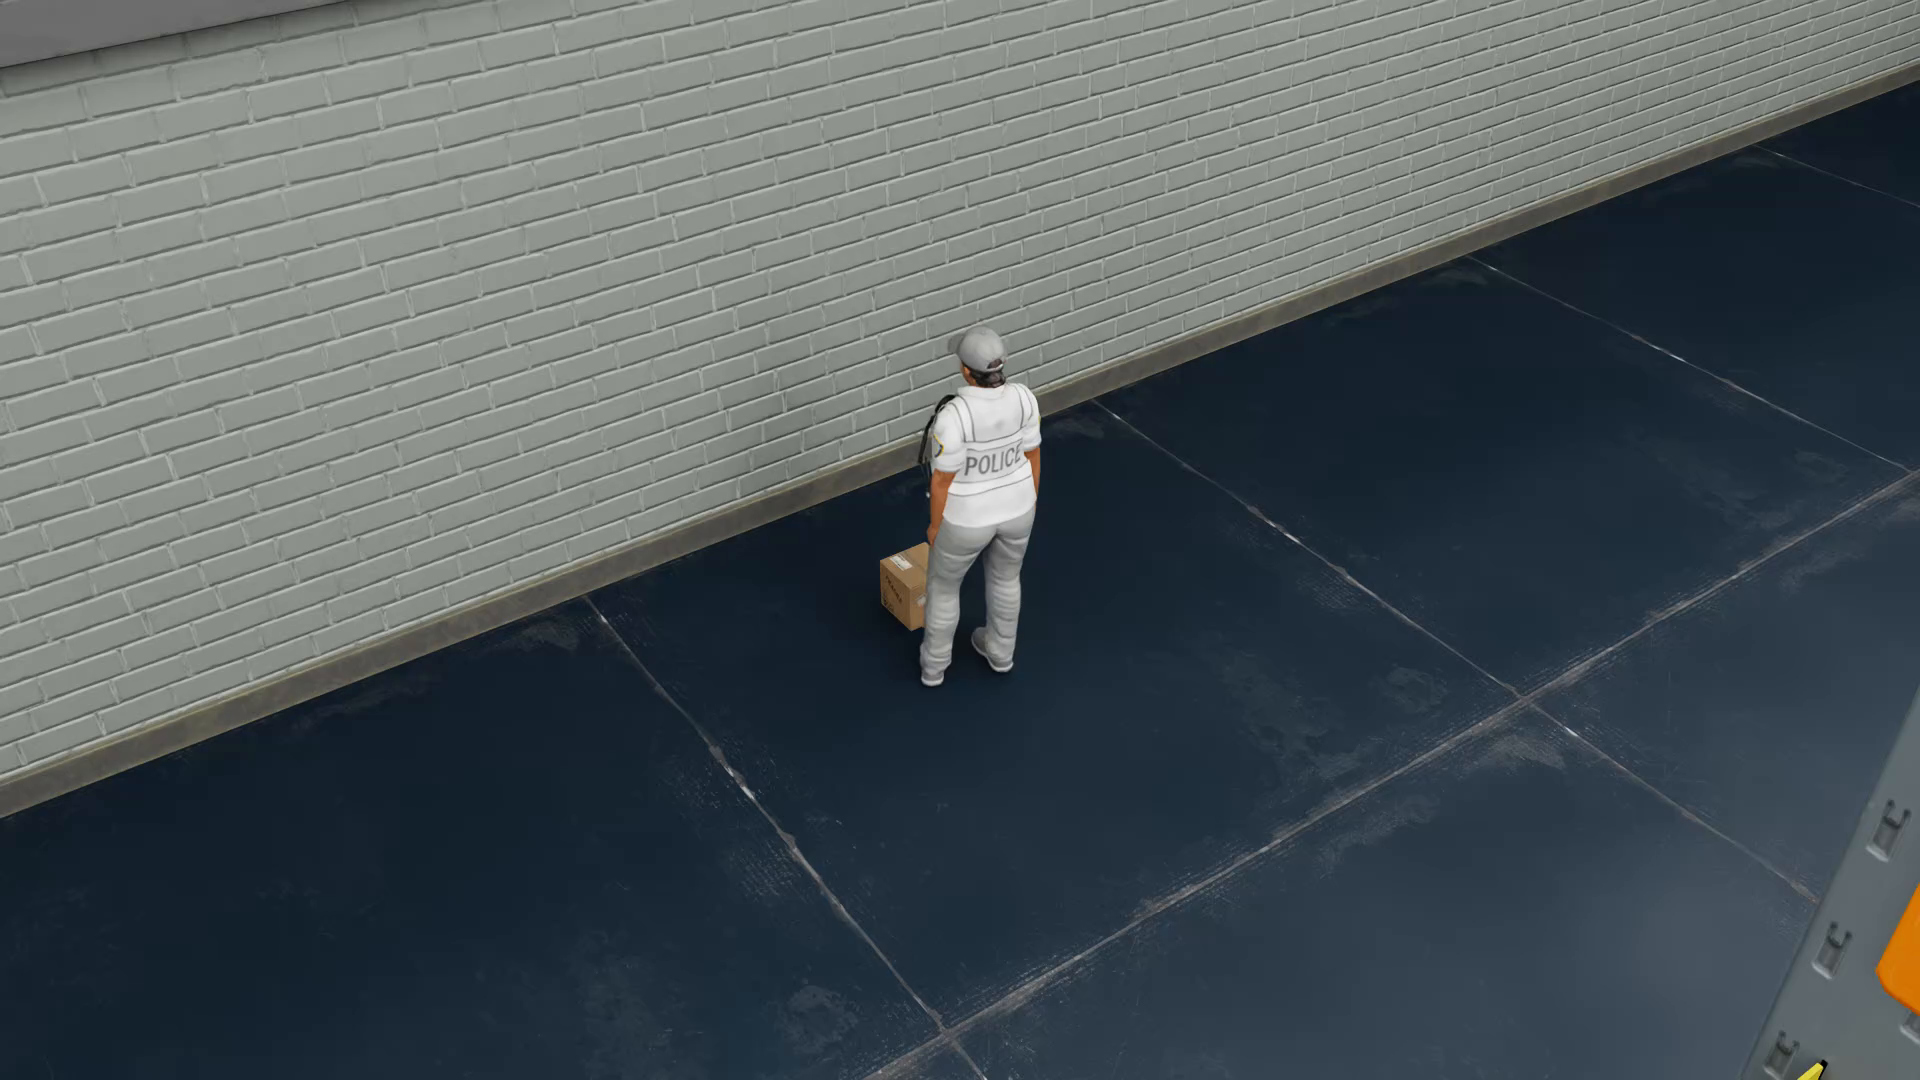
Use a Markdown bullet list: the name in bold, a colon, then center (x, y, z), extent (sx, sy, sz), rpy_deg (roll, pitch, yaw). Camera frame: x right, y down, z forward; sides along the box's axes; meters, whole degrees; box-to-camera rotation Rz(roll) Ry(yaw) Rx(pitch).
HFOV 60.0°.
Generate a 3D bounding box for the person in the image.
- **person**: center (0.070, -0.120, 6.805), extent (0.547, 1.672, 0.394), rpy_deg (-17, 40, -22)
